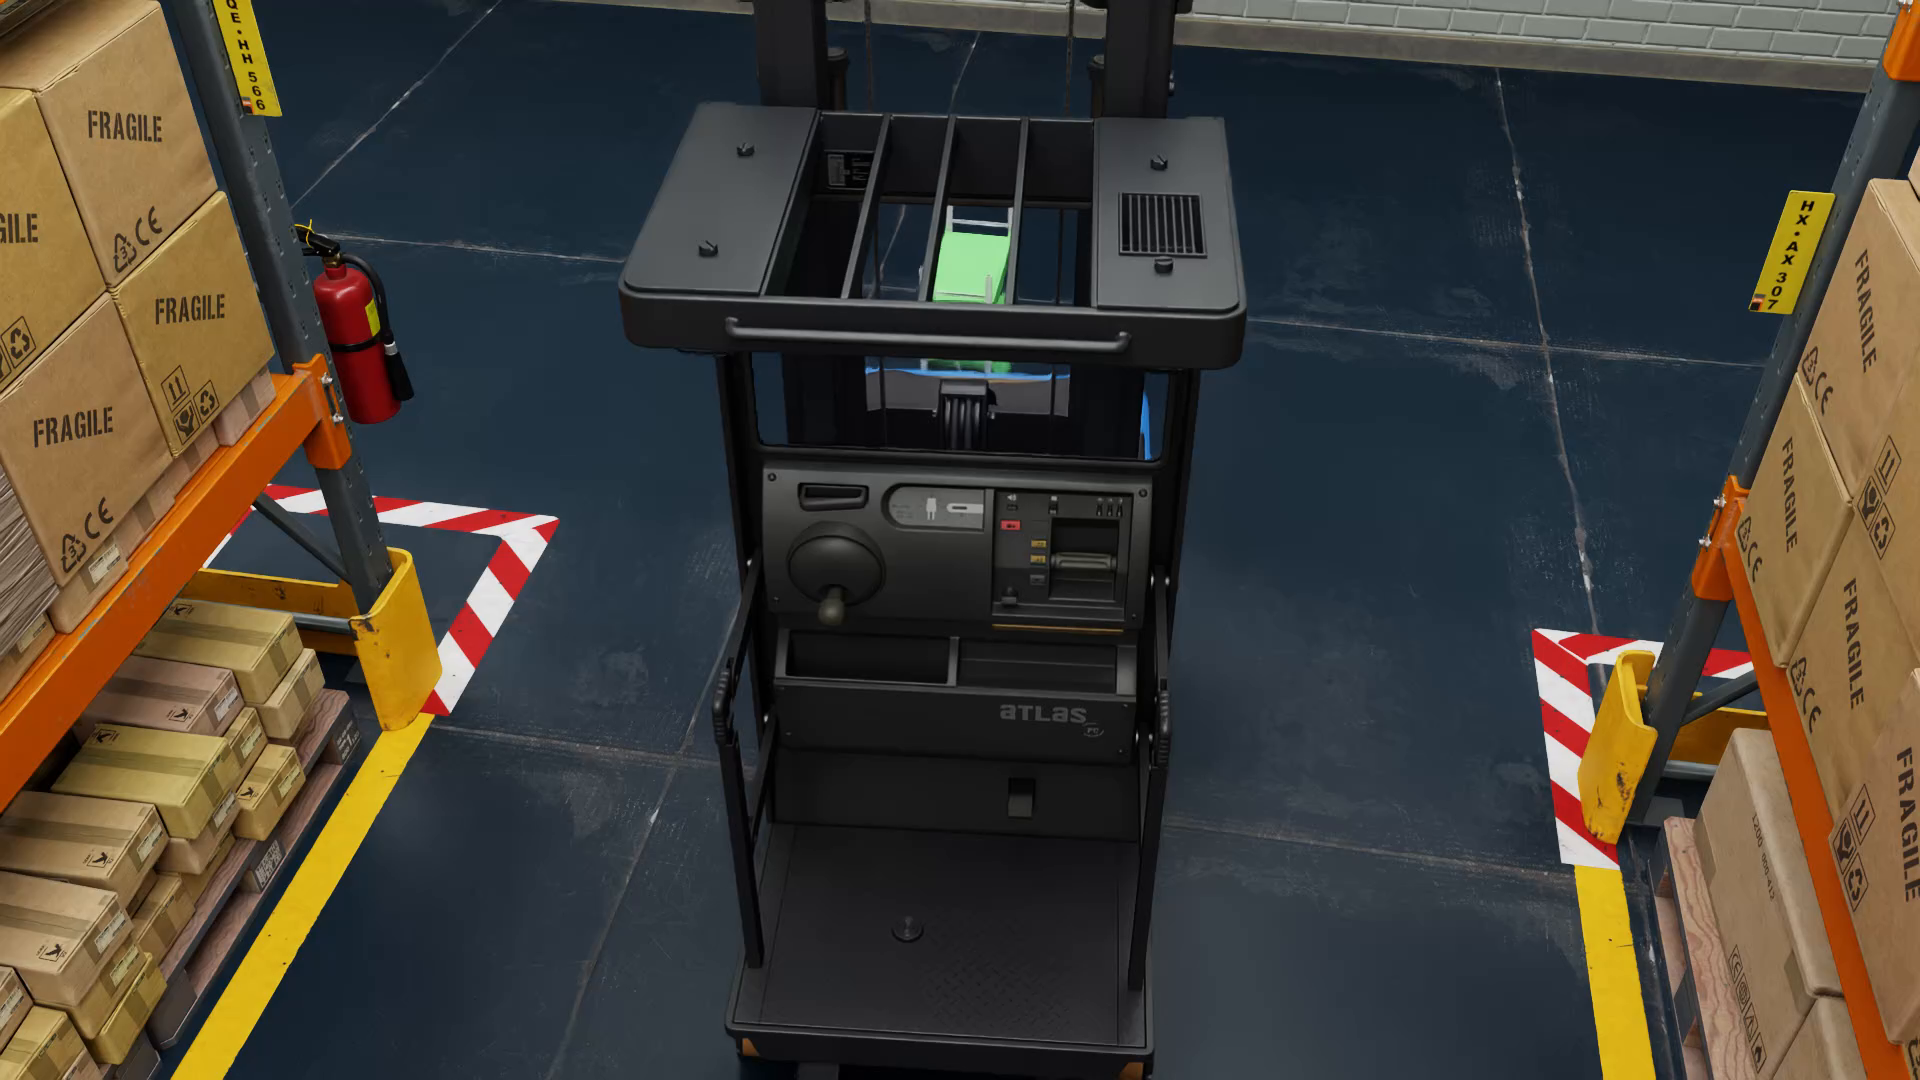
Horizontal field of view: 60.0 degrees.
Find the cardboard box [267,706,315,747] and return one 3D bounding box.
[{"bbox_3d":[-2.243,0.552,5.137,0.380,0.149,0.250,7,40,8],"label":"cardboard box"}]

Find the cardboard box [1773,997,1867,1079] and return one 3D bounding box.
[{"bbox_3d":[2.370,1.570,3.678,0.875,0.438,0.875,7,40,9],"label":"cardboard box"}]

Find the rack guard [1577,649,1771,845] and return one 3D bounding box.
[{"bbox_3d":[2.540,0.692,5.021,1.175,0.500,0.348,6,40,8],"label":"rack guard"}]

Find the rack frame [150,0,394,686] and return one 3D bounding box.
[{"bbox_3d":[-2.357,-0.739,4.789,1.000,3.000,0.127,6,40,8],"label":"rack frame"}]

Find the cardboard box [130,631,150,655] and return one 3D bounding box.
[{"bbox_3d":[-2.700,0.384,5.106,0.380,0.149,0.250,8,40,10],"label":"cardboard box"}]

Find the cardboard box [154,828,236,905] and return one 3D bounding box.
[{"bbox_3d":[-2.318,0.880,4.739,0.380,0.149,0.250,6,40,7],"label":"cardboard box"}]

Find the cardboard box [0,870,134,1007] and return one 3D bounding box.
[{"bbox_3d":[-2.318,0.987,4.143,0.380,0.149,0.250,8,40,9],"label":"cardboard box"}]

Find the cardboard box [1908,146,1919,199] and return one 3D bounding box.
[{"bbox_3d":[2.202,-0.738,3.416,0.380,0.149,0.250,7,40,9],"label":"cardboard box"}]

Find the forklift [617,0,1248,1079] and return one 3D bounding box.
[{"bbox_3d":[-0.023,0.101,3.827,1.130,2.935,3.031,3,40,3],"label":"forklift"}]

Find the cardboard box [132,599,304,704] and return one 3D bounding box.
[{"bbox_3d":[-2.199,0.329,4.939,0.380,0.149,0.250,7,40,8],"label":"cardboard box"}]

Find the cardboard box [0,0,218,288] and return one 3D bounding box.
[{"bbox_3d":[-2.191,-0.963,3.964,0.500,0.500,0.500,6,40,7],"label":"cardboard box"}]

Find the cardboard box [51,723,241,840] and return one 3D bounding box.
[{"bbox_3d":[-2.219,0.657,4.542,0.380,0.149,0.250,6,40,7],"label":"cardboard box"}]

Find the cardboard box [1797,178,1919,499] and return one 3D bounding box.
[{"bbox_3d":[2.172,-0.410,3.529,0.500,0.500,0.500,6,40,7],"label":"cardboard box"}]

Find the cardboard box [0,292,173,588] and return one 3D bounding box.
[{"bbox_3d":[-2.275,-0.259,3.897,0.500,0.500,0.500,6,40,7],"label":"cardboard box"}]

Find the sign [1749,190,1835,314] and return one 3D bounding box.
[{"bbox_3d":[1.990,-0.685,3.983,0.100,0.325,0.005,6,40,8],"label":"sign"}]

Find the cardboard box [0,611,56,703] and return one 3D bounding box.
[{"bbox_3d":[-2.339,0.230,3.815,0.380,0.149,0.250,5,40,6],"label":"cardboard box"}]

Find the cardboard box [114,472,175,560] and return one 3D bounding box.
[{"bbox_3d":[-2.243,-0.095,4.208,0.380,0.149,0.250,6,40,7],"label":"cardboard box"}]

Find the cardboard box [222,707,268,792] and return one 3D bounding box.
[{"bbox_3d":[-2.265,0.604,4.839,0.380,0.149,0.250,6,40,7],"label":"cardboard box"}]

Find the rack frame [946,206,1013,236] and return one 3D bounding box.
[{"bbox_3d":[0.071,-0.719,6.179,0.240,1.200,0.015,6,40,8],"label":"rack frame"}]

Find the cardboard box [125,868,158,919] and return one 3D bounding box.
[{"bbox_3d":[-2.403,0.930,4.446,0.380,0.149,0.250,6,40,7],"label":"cardboard box"}]

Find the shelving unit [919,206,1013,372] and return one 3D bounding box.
[{"bbox_3d":[0.029,-0.566,5.993,0.258,1.200,0.503,6,40,8],"label":"shelving unit"}]

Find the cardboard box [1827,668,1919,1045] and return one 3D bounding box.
[{"bbox_3d":[2.004,0.613,3.077,0.500,0.500,0.500,6,40,7],"label":"cardboard box"}]

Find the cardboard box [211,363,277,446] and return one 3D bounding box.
[{"bbox_3d":[-2.135,-0.406,4.584,0.380,0.149,0.250,6,40,8],"label":"cardboard box"}]

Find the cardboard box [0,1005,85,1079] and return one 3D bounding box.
[{"bbox_3d":[-2.395,1.258,4.049,0.380,0.149,0.250,8,40,10],"label":"cardboard box"}]

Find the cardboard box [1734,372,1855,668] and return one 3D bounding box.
[{"bbox_3d":[2.170,-0.025,3.848,0.500,0.500,0.500,6,40,7],"label":"cardboard box"}]

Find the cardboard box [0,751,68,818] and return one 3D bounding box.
[{"bbox_3d":[-2.759,0.713,4.708,0.380,0.149,0.250,7,40,8],"label":"cardboard box"}]

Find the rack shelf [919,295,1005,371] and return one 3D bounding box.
[{"bbox_3d":[0.029,-0.702,5.881,0.258,0.148,0.480,6,40,8],"label":"rack shelf"}]

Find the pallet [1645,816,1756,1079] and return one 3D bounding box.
[{"bbox_3d":[2.475,1.329,4.477,1.003,0.211,1.213,6,40,8],"label":"pallet"}]

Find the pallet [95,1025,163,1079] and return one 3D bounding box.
[{"bbox_3d":[-2.759,1.653,4.085,1.003,0.211,1.213,6,40,8],"label":"pallet"}]

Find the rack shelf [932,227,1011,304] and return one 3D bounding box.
[{"bbox_3d":[0.029,-0.887,5.728,0.258,0.148,0.480,6,40,8],"label":"rack shelf"}]

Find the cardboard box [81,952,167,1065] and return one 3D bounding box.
[{"bbox_3d":[-2.330,1.204,4.348,0.380,0.149,0.250,5,40,6],"label":"cardboard box"}]

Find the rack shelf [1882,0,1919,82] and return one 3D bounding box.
[{"bbox_3d":[2.190,0.120,1.961,1.077,0.370,4.000,6,40,8],"label":"rack shelf"}]
